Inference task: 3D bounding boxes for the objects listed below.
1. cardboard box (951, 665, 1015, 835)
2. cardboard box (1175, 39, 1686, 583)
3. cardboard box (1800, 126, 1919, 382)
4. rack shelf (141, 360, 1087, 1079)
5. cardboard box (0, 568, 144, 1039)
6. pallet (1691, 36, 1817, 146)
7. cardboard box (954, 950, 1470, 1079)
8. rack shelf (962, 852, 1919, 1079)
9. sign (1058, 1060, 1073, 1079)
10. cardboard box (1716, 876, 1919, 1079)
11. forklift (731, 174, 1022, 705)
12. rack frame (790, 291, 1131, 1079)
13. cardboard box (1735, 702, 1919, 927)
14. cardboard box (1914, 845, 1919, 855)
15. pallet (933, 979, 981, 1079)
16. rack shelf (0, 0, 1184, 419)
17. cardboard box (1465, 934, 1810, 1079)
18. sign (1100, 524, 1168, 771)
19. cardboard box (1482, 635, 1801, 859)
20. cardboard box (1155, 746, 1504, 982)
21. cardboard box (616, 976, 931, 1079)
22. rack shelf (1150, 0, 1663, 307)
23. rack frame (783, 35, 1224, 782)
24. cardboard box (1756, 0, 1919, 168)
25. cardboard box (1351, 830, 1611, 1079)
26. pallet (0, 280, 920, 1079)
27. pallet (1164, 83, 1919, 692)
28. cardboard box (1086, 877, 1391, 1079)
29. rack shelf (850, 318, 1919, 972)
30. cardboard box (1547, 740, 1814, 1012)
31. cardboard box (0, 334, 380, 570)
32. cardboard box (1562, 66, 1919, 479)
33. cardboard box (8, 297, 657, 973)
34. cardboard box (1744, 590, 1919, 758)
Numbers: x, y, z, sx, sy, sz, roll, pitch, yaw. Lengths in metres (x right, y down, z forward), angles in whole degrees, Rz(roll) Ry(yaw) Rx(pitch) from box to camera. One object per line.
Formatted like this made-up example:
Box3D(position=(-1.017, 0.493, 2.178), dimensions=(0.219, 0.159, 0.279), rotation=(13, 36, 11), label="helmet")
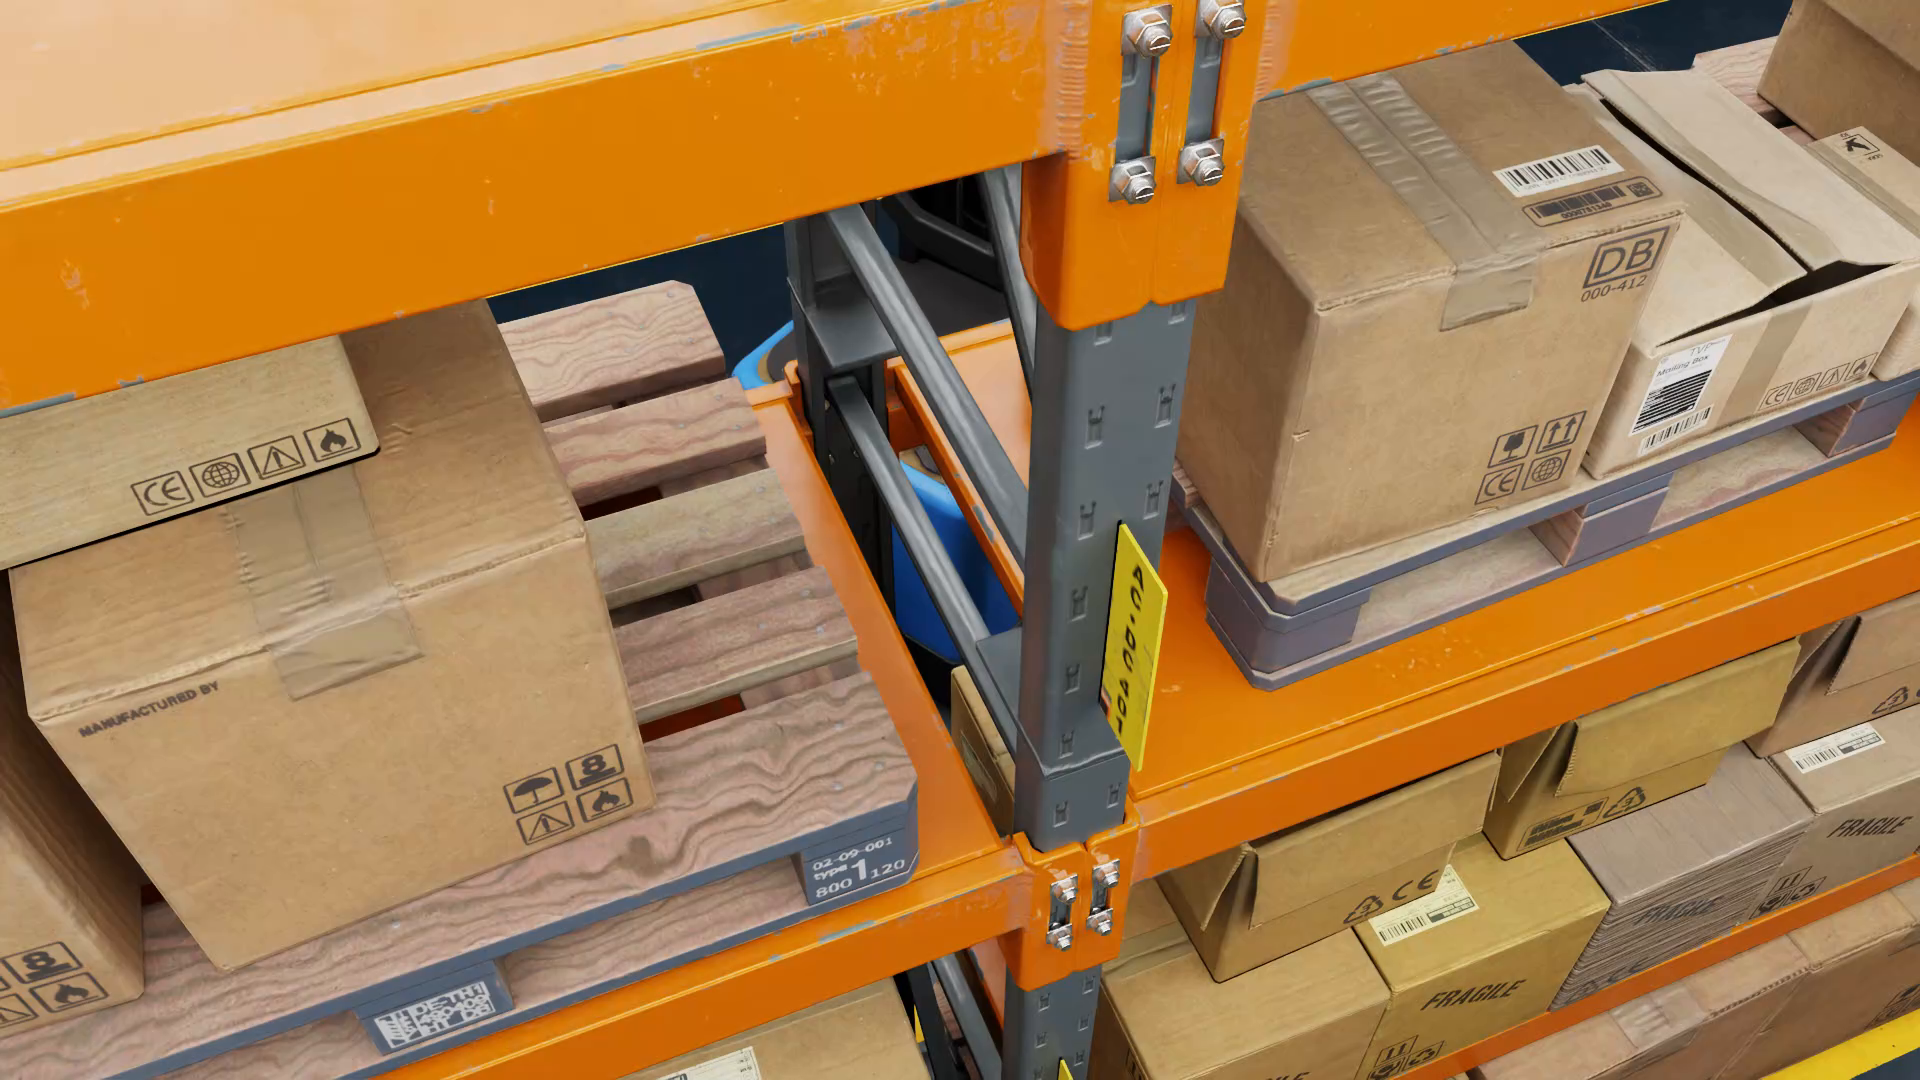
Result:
Box3D(position=(0.303, 0.547, 3.737), dimensions=(0.500, 0.500, 0.500), rotation=(-17, 51, -14), label="cardboard box")
Box3D(position=(0.507, -0.415, 2.309), dimensions=(0.500, 0.500, 0.700), rotation=(-16, 51, -13), label="cardboard box")
Box3D(position=(1.409, -0.449, 2.570), dimensions=(0.250, 0.149, 0.380), rotation=(-19, 52, -16), label="cardboard box")
Box3D(position=(-1.878, 0.736, 2.138), dimensions=(4.000, 0.370, 1.077), rotation=(-17, 52, -14), label="rack shelf")
Box3D(position=(-1.228, 0.144, 1.763), dimensions=(0.500, 0.500, 0.700), rotation=(-15, 51, -12), label="cardboard box")
Box3D(position=(2.066, -0.613, 2.946), dimensions=(1.213, 0.211, 1.003), rotation=(-15, 51, -13), label="pallet")
Box3D(position=(0.558, 1.263, 4.312), dimensions=(0.875, 0.875, 1.225), rotation=(-17, 51, -14), label="cardboard box")
Box3D(position=(1.825, 0.566, 4.261), dimensions=(4.000, 0.370, 1.077), rotation=(-17, 52, -14), label="rack shelf")
Box3D(position=(0.185, 0.987, 2.802), dimensions=(0.005, 0.325, 0.100), rotation=(-17, 52, -14), label="sign")
Box3D(position=(2.202, 0.747, 4.755), dimensions=(0.875, 0.875, 1.225), rotation=(-17, 51, -14), label="cardboard box")
Box3D(position=(0.546, -1.455, 5.568), dimensions=(1.130, 2.935, 3.031), rotation=(30, 56, 23), label="forklift")
Box3D(position=(-0.026, 0.905, 3.495), dimensions=(0.127, 3.000, 1.000), rotation=(-17, 52, -14), label="rack frame")
Box3D(position=(1.899, 0.476, 3.798), dimensions=(0.500, 0.500, 0.500), rotation=(-16, 51, -14), label="cardboard box")
Box3D(position=(2.370, 0.331, 3.923), dimensions=(0.500, 0.500, 0.500), rotation=(-19, 52, -15), label="cardboard box")
Box3D(position=(0.659, 1.540, 4.789), dimensions=(1.213, 0.211, 1.003), rotation=(-17, 52, -14), label="pallet")
Box3D(position=(-1.878, -0.111, 1.151), dimensions=(4.000, 0.370, 1.077), rotation=(-17, 52, -14), label="rack shelf")
Box3D(position=(1.385, 1.006, 4.532), dimensions=(0.875, 0.875, 1.225), rotation=(-19, 52, -15), label="cardboard box")
Box3D(position=(0.185, 0.123, 1.797), dimensions=(0.005, 0.325, 0.100), rotation=(-17, 52, -14), label="sign")
Box3D(position=(1.202, 0.168, 3.401), dimensions=(0.637, 0.503, 0.797), rotation=(-17, 51, -14), label="cardboard box")
Box3D(position=(0.562, 0.357, 3.239), dimensions=(0.637, 0.503, 0.797), rotation=(-18, 52, -15), label="cardboard box")
Box3D(position=(-0.351, 0.933, 2.880), dimensions=(0.500, 0.500, 0.500), rotation=(-16, 51, -13), label="cardboard box")
Box3D(position=(1.825, -1.258, 2.137), dimensions=(4.000, 0.370, 1.077), rotation=(-17, 52, -14), label="rack shelf")
Box3D(position=(-0.026, -1.049, 1.219), dimensions=(0.127, 3.000, 1.000), rotation=(-17, 52, -14), label="rack frame")
Box3D(position=(1.793, -0.789, 2.628), dimensions=(0.637, 0.503, 0.797), rotation=(-18, 52, -15), label="cardboard box")
Box3D(position=(0.959, 0.772, 3.544), dimensions=(0.500, 0.500, 0.500), rotation=(-17, 51, -14), label="cardboard box")
Box3D(position=(-0.788, 0.184, 2.196), dimensions=(1.213, 0.211, 1.003), rotation=(-17, 52, -14), label="pallet")
Box3D(position=(0.804, -0.307, 2.686), dimensions=(1.217, 0.209, 0.805), rotation=(-19, 52, -16), label="pallet")
Box3D(position=(0.494, 0.916, 3.420), dimensions=(0.500, 0.500, 0.500), rotation=(-17, 51, -14), label="cardboard box")
Box3D(position=(1.825, -0.411, 3.123), dimensions=(4.000, 0.370, 1.077), rotation=(-17, 52, -14), label="rack shelf")
Box3D(position=(1.422, 0.628, 3.667), dimensions=(0.500, 0.500, 0.500), rotation=(-18, 52, -15), label="cardboard box")
Box3D(position=(-0.900, -0.253, 1.610), dimensions=(0.500, 0.250, 0.500), rotation=(-20, 52, -17), label="cardboard box")
Box3D(position=(1.023, -0.431, 2.448), dimensions=(0.500, 0.311, 0.500), rotation=(-19, 52, -15), label="cardboard box")
Box3D(position=(-0.728, -0.007, 1.893), dimensions=(0.500, 0.500, 0.700), rotation=(-20, 52, -16), label="cardboard box")
Box3D(position=(1.771, -0.021, 3.564), dimensions=(0.637, 0.503, 0.797), rotation=(-16, 51, -13), label="cardboard box")
